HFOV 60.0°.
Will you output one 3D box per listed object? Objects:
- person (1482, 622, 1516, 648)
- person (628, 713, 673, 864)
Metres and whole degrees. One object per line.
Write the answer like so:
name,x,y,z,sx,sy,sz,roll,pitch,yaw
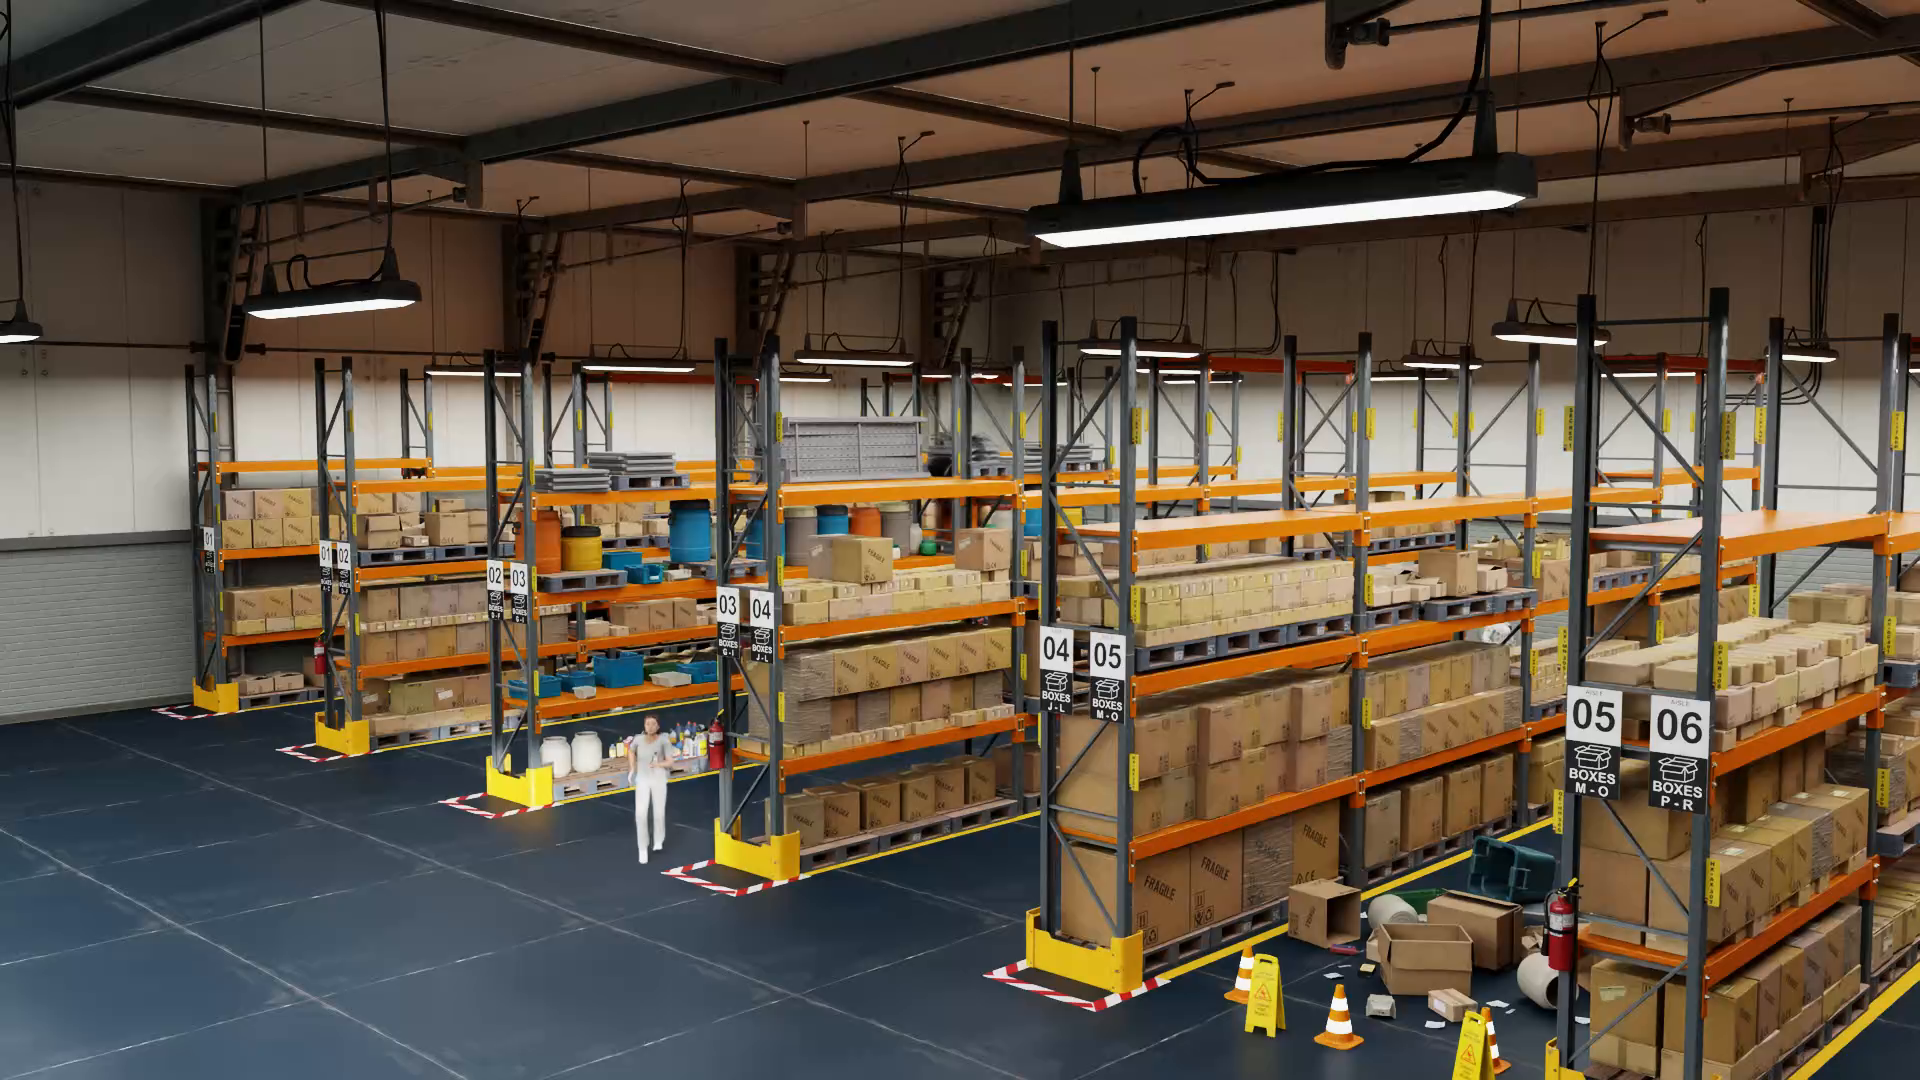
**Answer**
person,9.826,2.045,30.314,0.681,1.696,0.629,-2,5,-21
person,-3.580,2.858,19.249,0.536,1.716,0.722,0,4,-6
